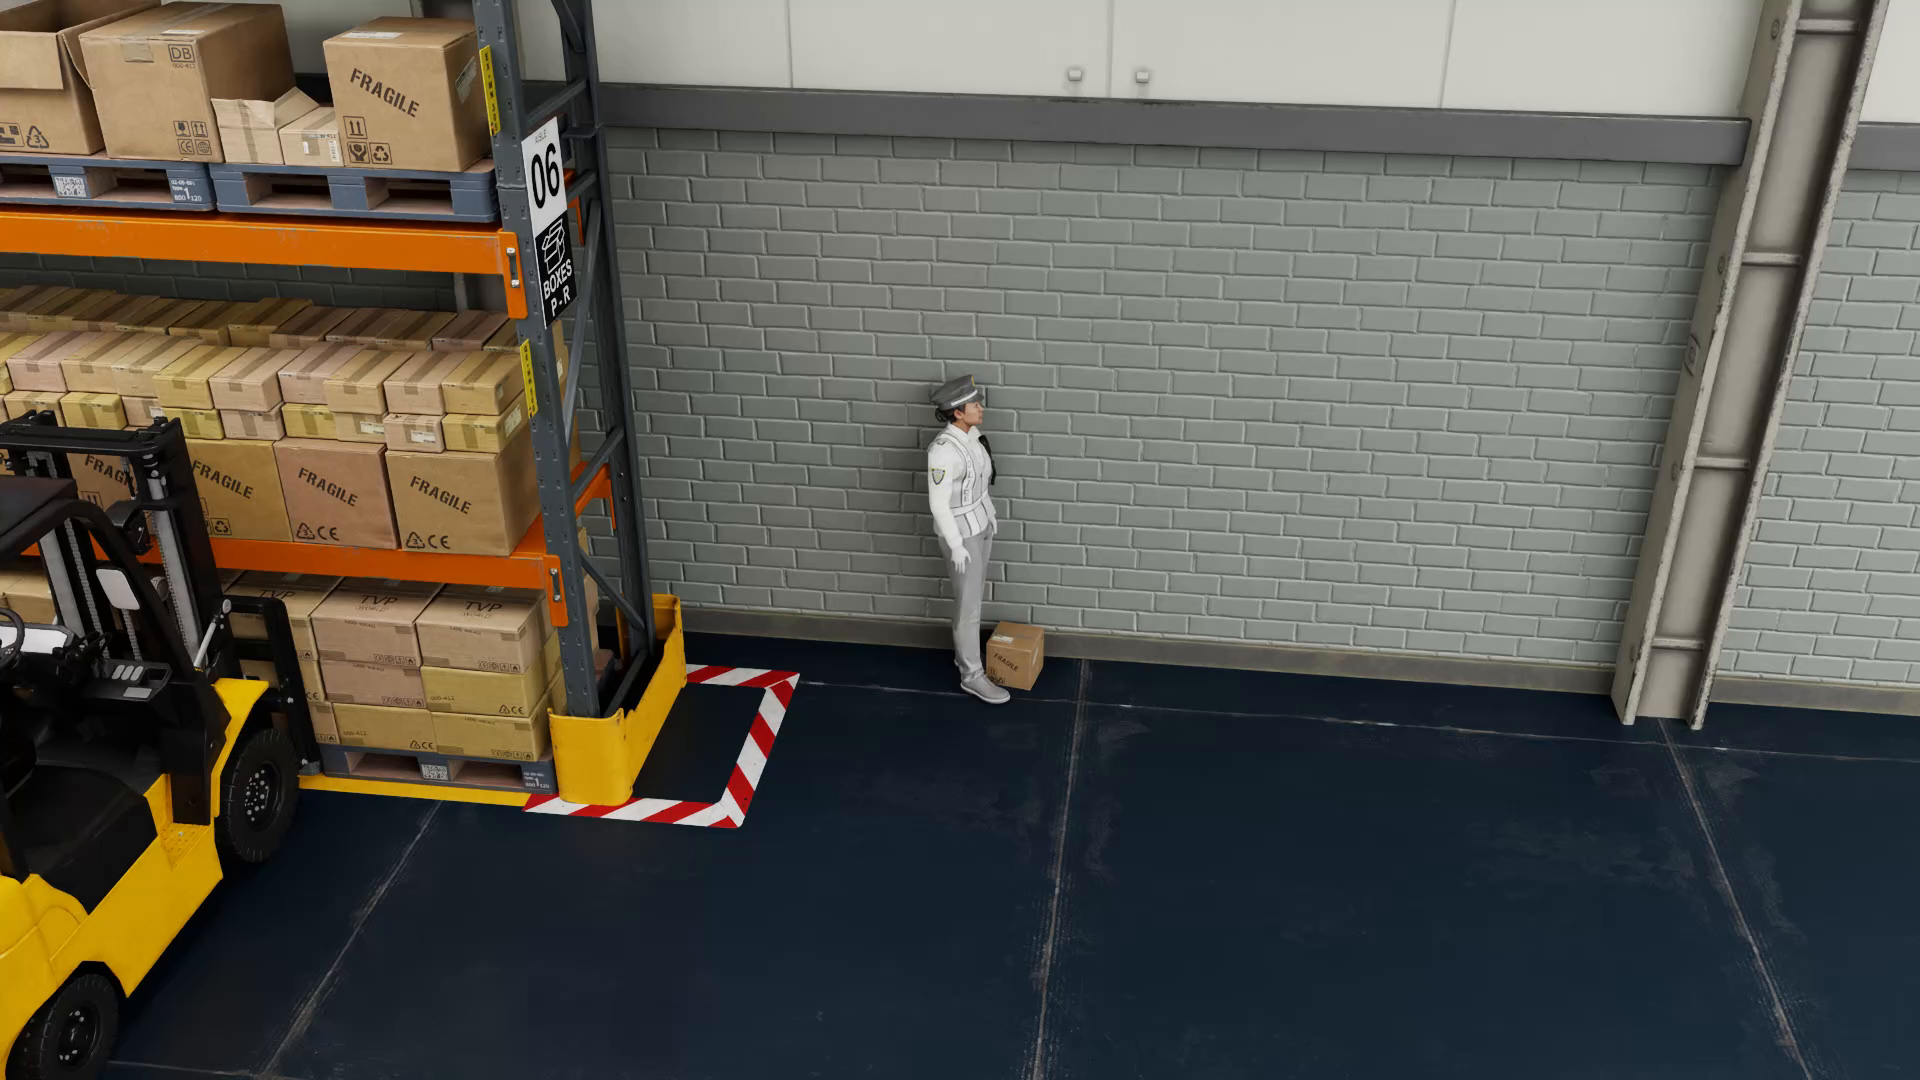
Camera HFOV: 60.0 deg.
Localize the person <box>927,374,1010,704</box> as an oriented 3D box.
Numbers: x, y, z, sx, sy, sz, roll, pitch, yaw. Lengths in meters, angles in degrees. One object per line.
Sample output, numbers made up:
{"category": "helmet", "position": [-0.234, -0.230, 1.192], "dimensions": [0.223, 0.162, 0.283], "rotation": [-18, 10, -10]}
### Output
{"category": "person", "position": [0.092, -0.041, 8.645], "dimensions": [0.533, 1.695, 0.586], "rotation": [10, 30, 18]}
